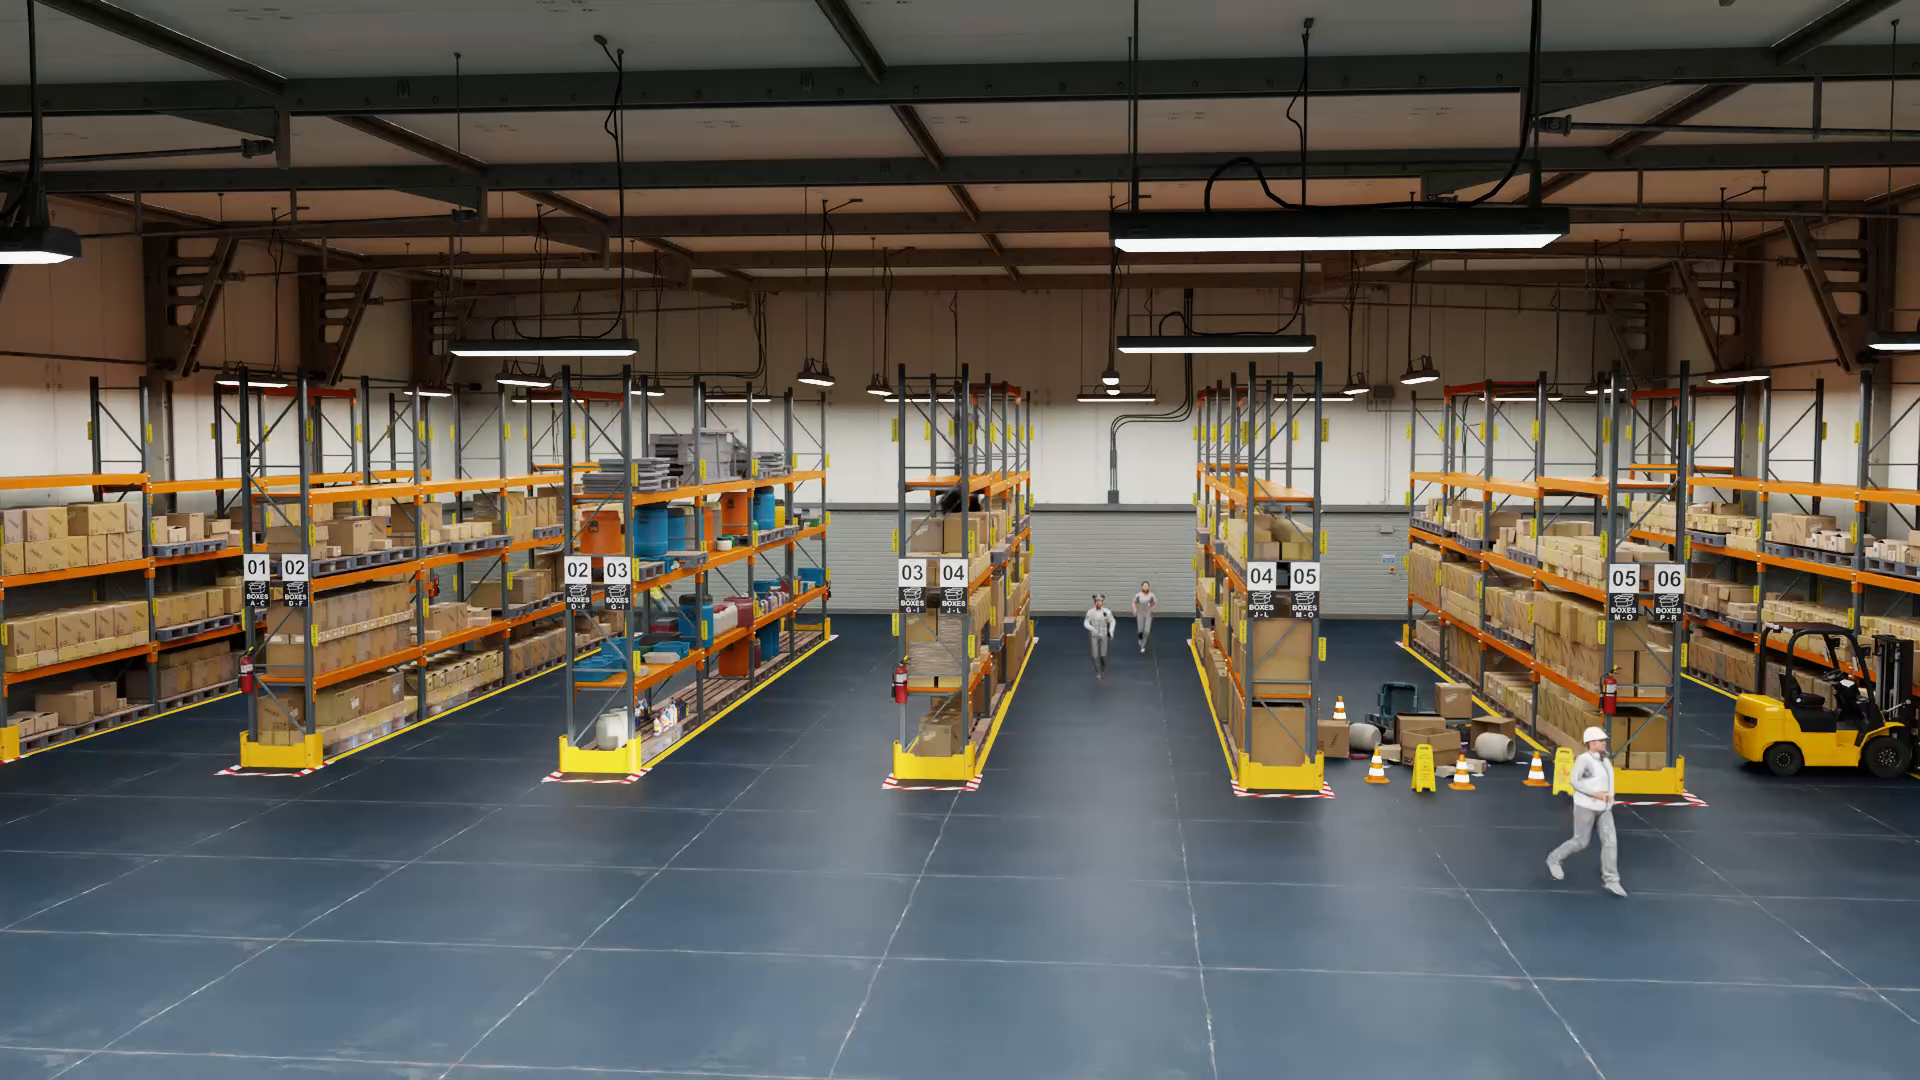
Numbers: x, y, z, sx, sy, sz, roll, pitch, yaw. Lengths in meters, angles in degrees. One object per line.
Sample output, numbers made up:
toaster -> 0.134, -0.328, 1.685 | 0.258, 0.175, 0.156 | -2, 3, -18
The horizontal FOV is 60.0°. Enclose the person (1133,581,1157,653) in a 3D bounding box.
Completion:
person -> 4.233, 1.757, 38.080 | 0.566, 1.628, 0.573 | 0, 4, 6

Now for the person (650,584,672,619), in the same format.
person -> -7.576, 1.475, 41.711 | 0.679, 1.761, 0.702 | 2, 4, 23

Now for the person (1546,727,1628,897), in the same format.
person -> 6.960, 2.939, 18.246 | 0.698, 1.771, 0.976 | -2, 4, -32

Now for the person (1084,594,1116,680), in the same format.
person -> 2.663, 1.854, 31.743 | 0.605, 1.665, 0.529 | 0, 4, 6
